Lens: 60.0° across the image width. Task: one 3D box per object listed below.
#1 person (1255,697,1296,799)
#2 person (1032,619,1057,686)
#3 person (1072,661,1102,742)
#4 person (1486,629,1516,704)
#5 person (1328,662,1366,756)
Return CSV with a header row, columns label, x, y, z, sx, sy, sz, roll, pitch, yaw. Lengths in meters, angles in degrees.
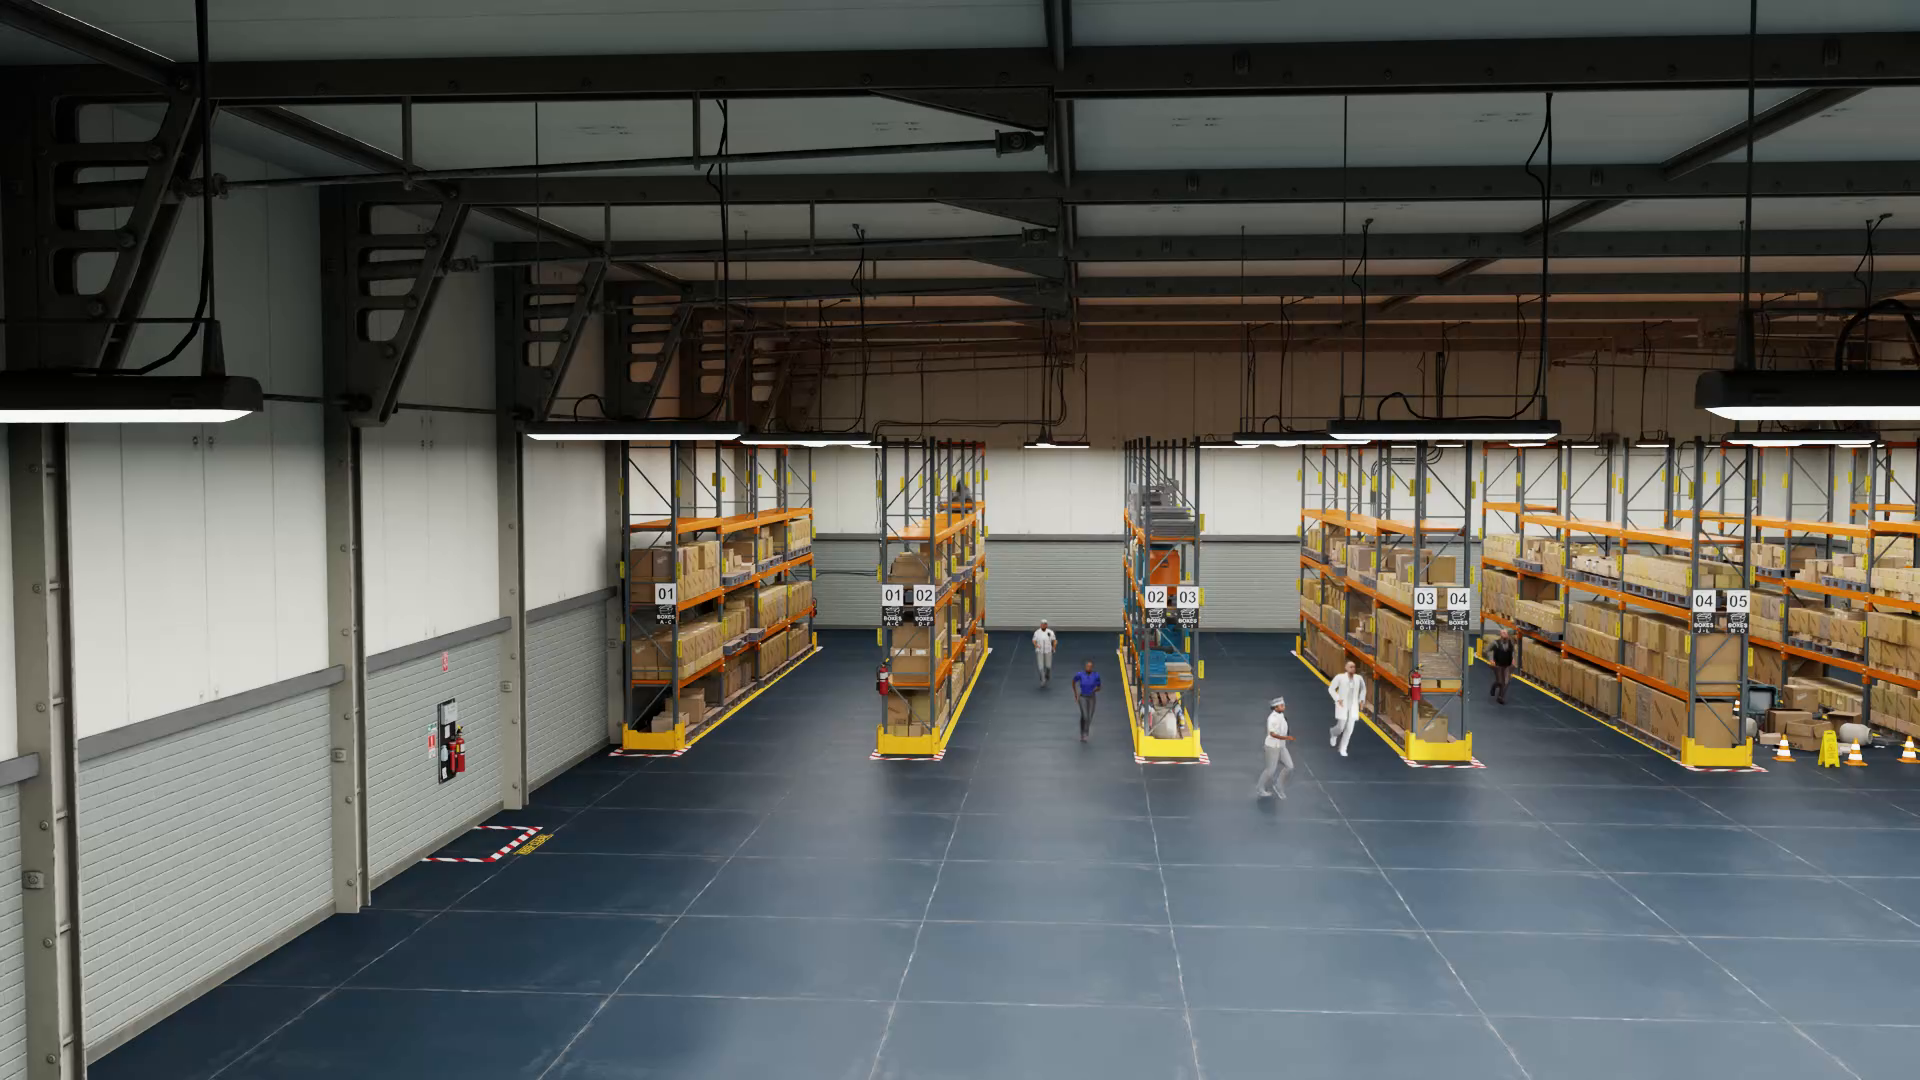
label,x,y,z,sx,sy,sz,roll,pitch,yaw
person,5.218,3.436,27.336,0.717,1.743,0.590,2,4,35
person,2.059,2.751,40.567,0.606,1.627,0.549,0,3,3
person,2.504,3.162,32.649,0.541,1.616,0.708,-1,3,-11
person,12.336,2.867,37.867,0.677,1.685,0.581,0,3,-6
person,7.372,3.185,31.596,0.750,1.772,0.780,0,3,-7
